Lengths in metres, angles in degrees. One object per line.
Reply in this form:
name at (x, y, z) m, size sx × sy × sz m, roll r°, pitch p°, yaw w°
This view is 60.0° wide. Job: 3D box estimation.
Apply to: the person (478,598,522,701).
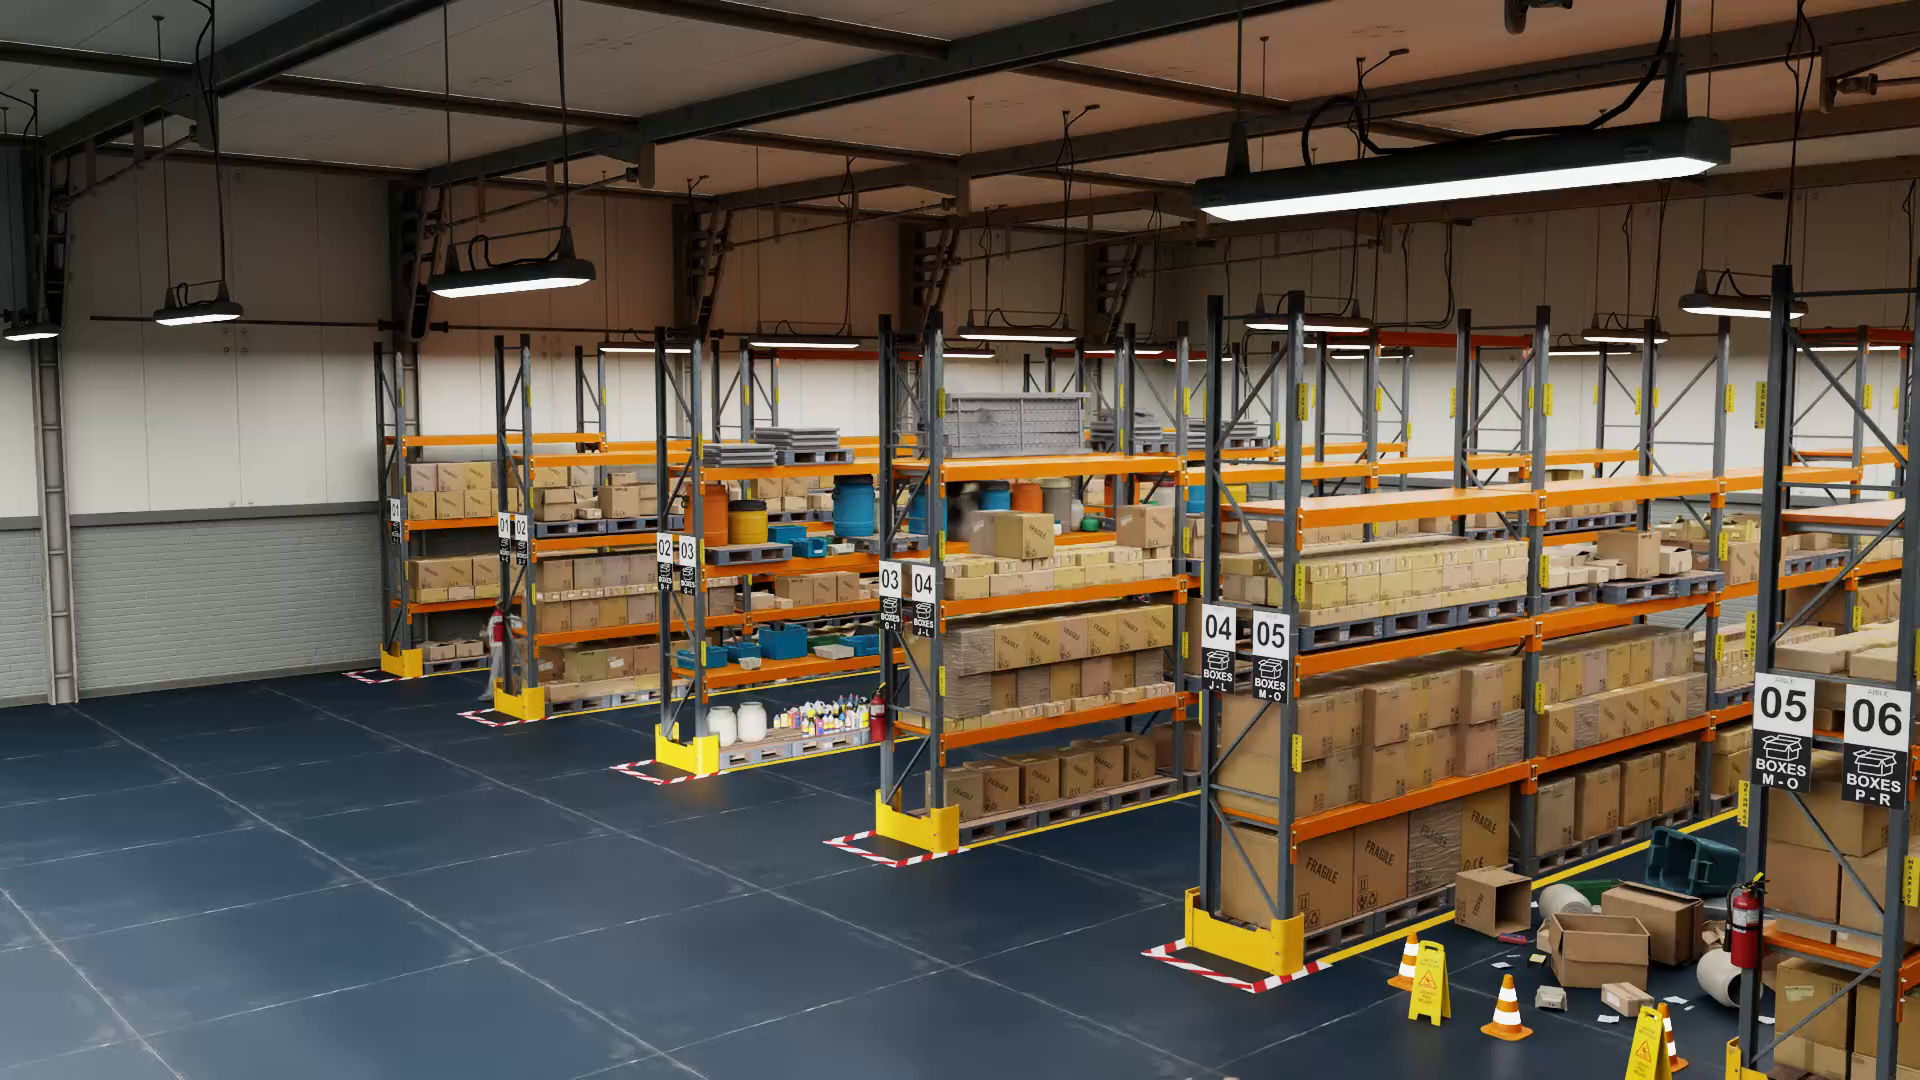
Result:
person at (-7.633, 1.782, 27.604) m, size 0.619 × 1.668 × 0.917 m, roll 4°, pitch 7°, yaw 40°
